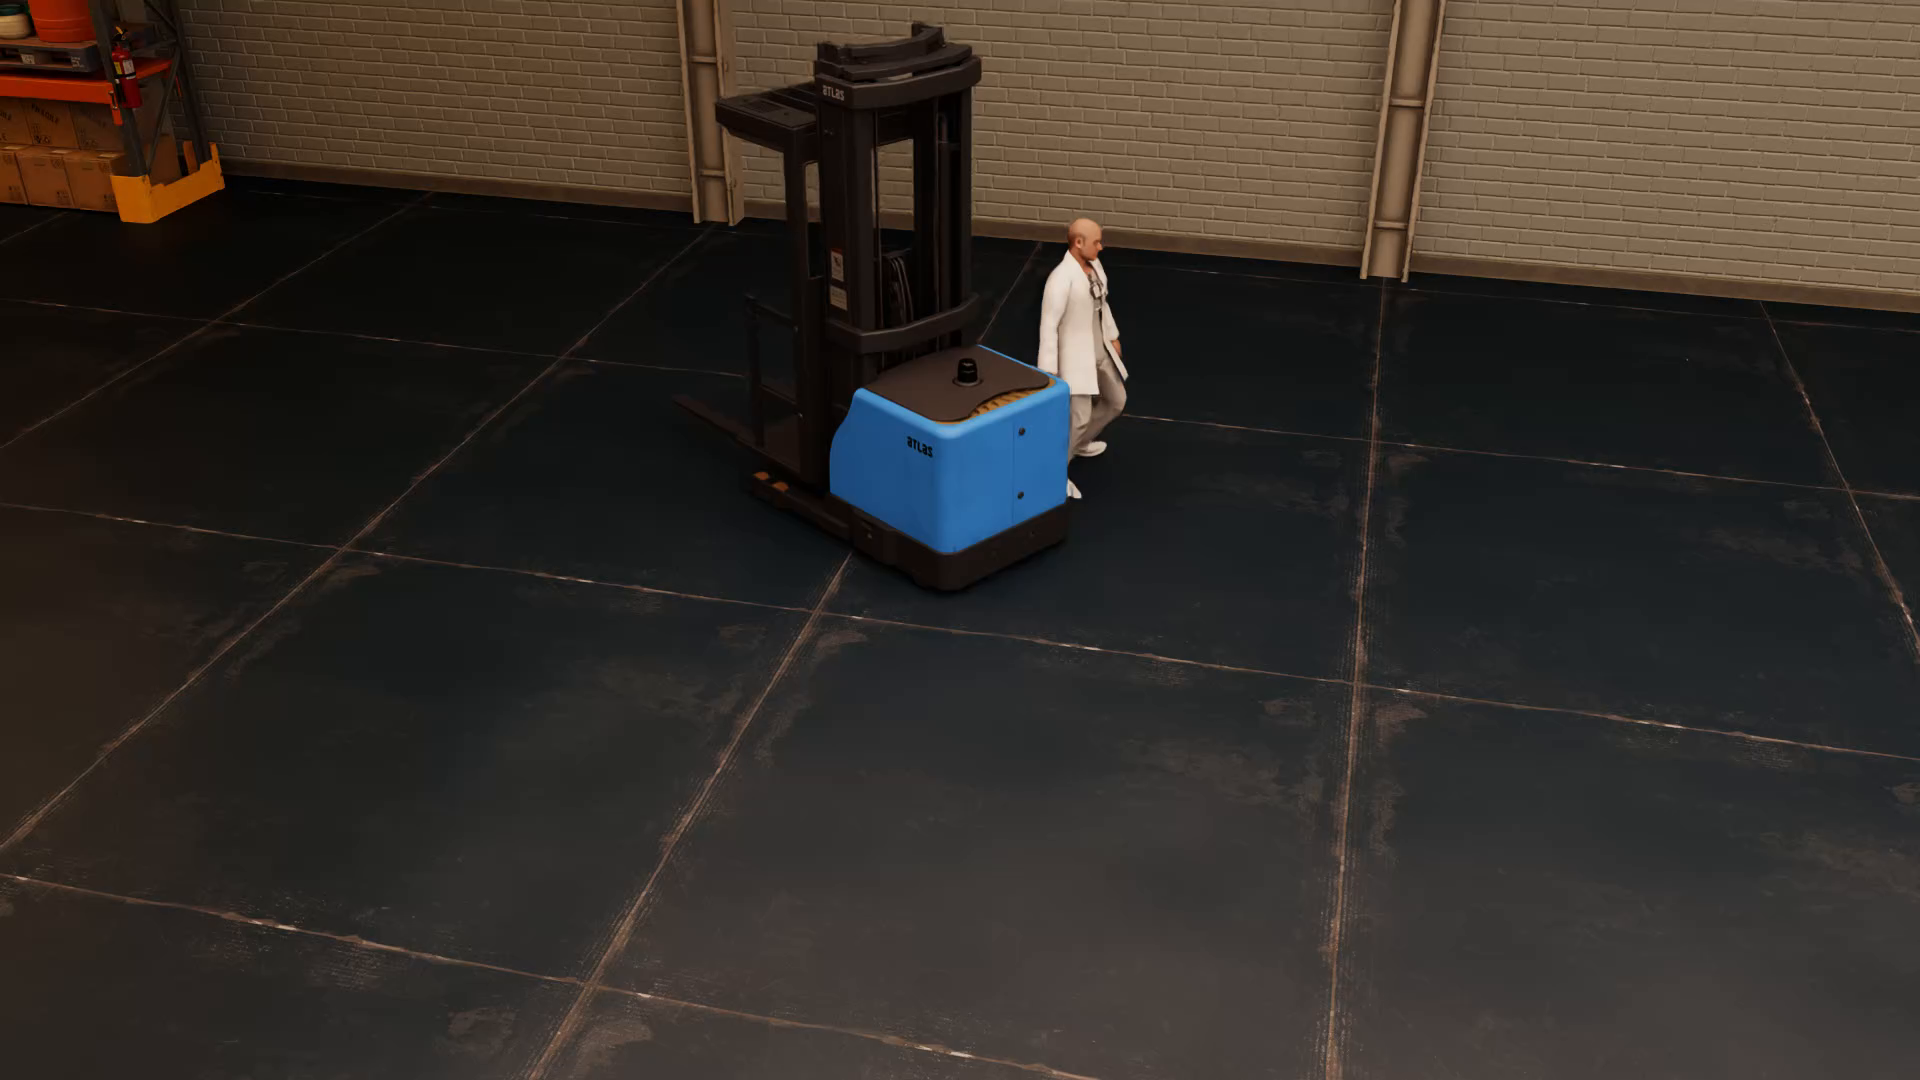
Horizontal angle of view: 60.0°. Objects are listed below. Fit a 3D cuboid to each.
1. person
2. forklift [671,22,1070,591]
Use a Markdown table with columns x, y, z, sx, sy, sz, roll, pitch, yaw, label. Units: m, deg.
| x | y | z | sx | sy | sz | roll | pitch | yaw | label |
| --- | --- | --- | --- | --- | --- | --- | --- | --- | --- |
| 0.758 | -1.149 | 10.497 | 0.474 | 1.750 | 0.861 | 22 | 36 | 34 | person |
| -0.714 | -1.626 | 10.039 | 1.130 | 2.935 | 3.031 | -24 | 38 | -36 | forklift |
